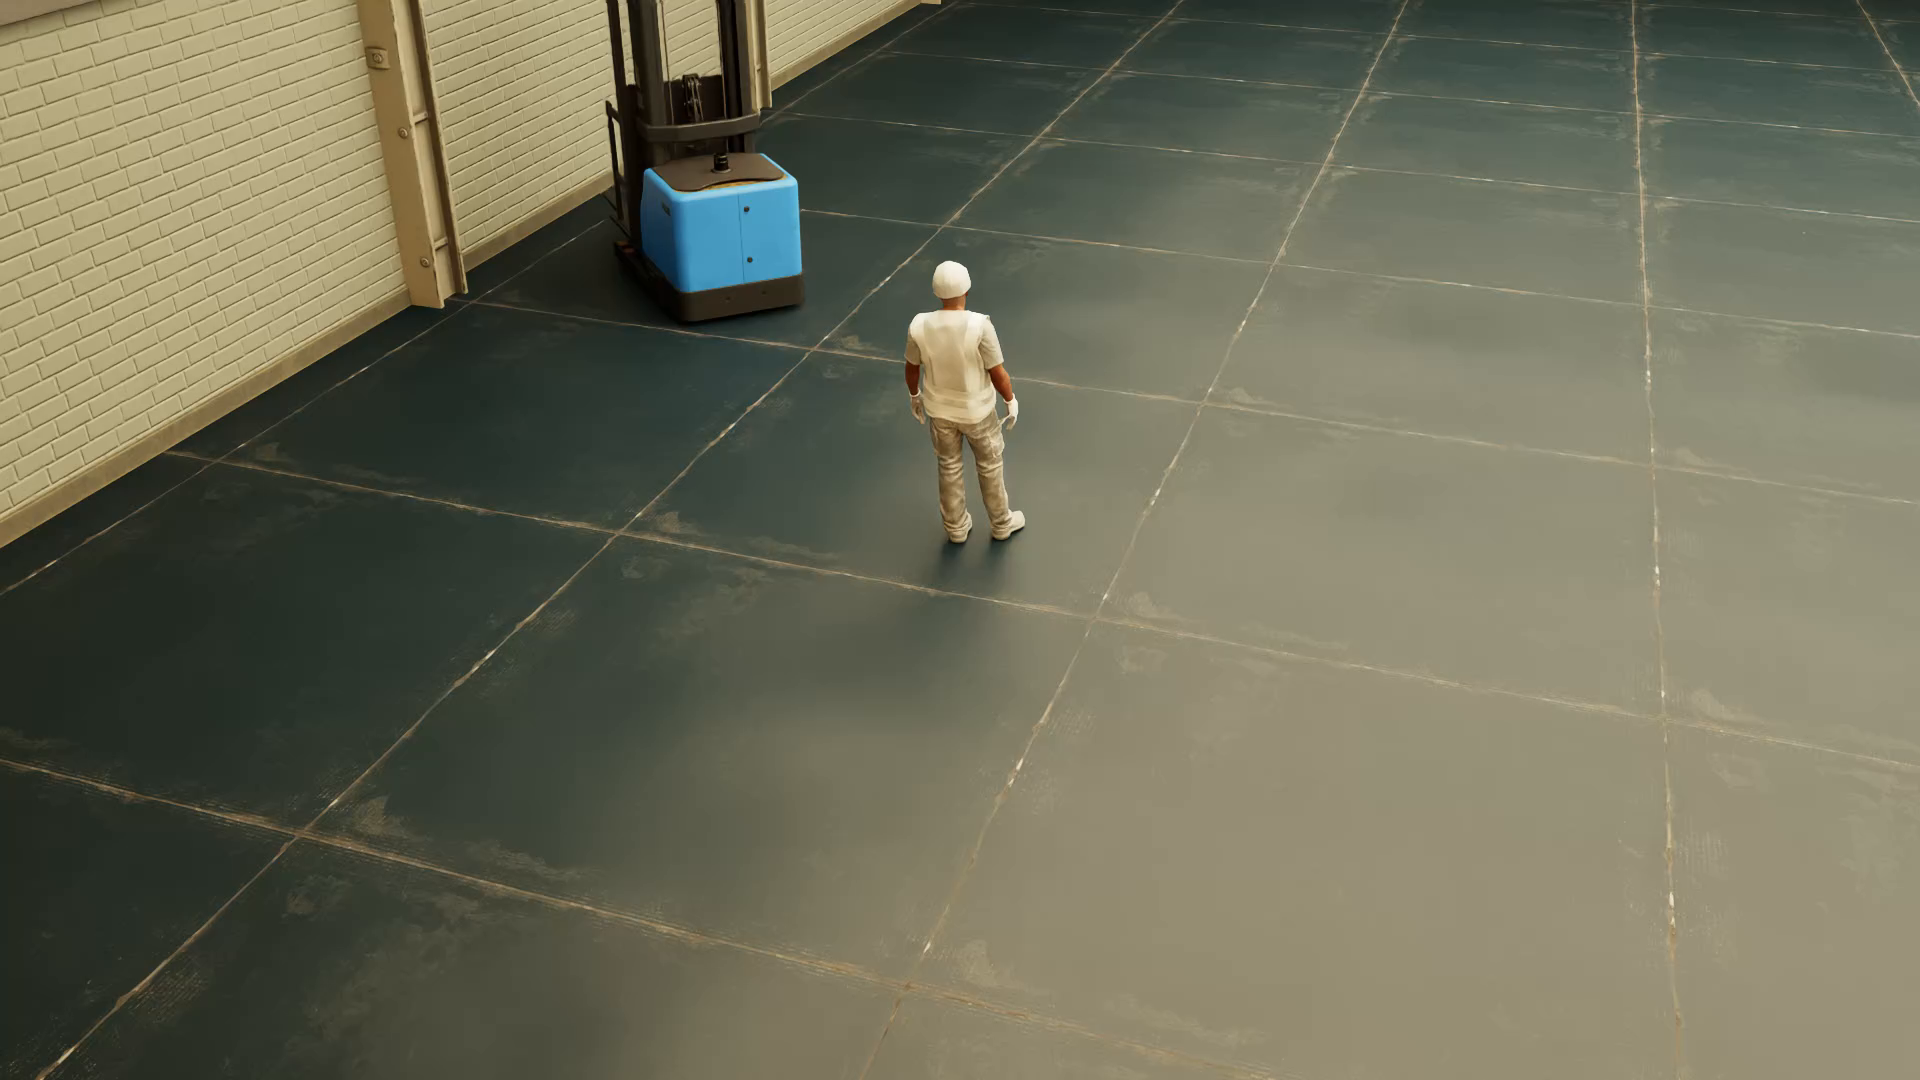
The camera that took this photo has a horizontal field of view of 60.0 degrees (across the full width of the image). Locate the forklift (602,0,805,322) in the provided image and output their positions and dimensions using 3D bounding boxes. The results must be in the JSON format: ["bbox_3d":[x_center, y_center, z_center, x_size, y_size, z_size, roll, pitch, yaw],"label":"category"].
[{"bbox_3d":[-2.328,-3.677,13.588,1.130,2.935,3.031,-13,32,-22],"label":"forklift"}]

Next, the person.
[{"bbox_3d":[0.032,-0.813,9.707,0.656,1.782,0.577,10,31,16],"label":"person"}]
